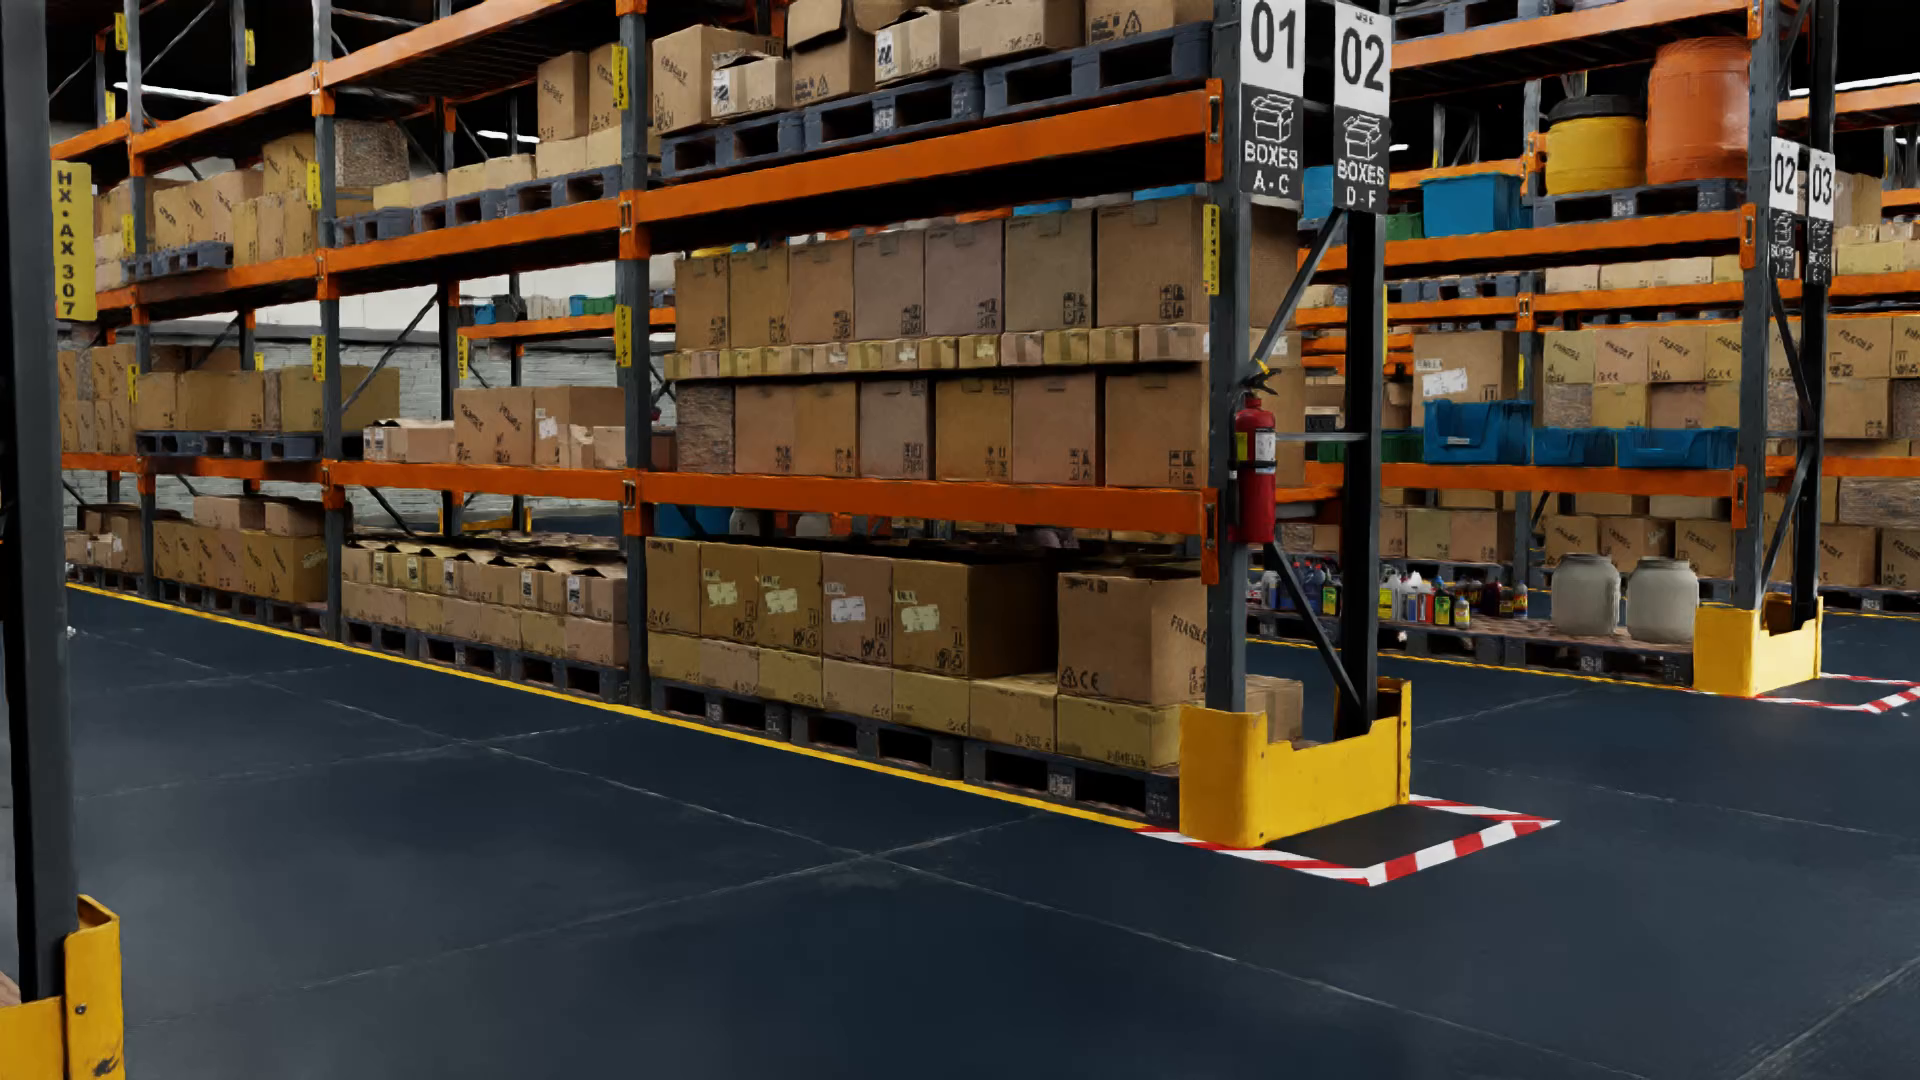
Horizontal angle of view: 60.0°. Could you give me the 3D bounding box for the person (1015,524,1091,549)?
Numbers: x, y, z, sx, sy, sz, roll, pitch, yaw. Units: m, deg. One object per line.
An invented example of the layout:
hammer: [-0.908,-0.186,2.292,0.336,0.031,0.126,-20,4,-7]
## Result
person: [0.596,-0.040,10.980,0.491,1.692,0.773,3,5,34]
